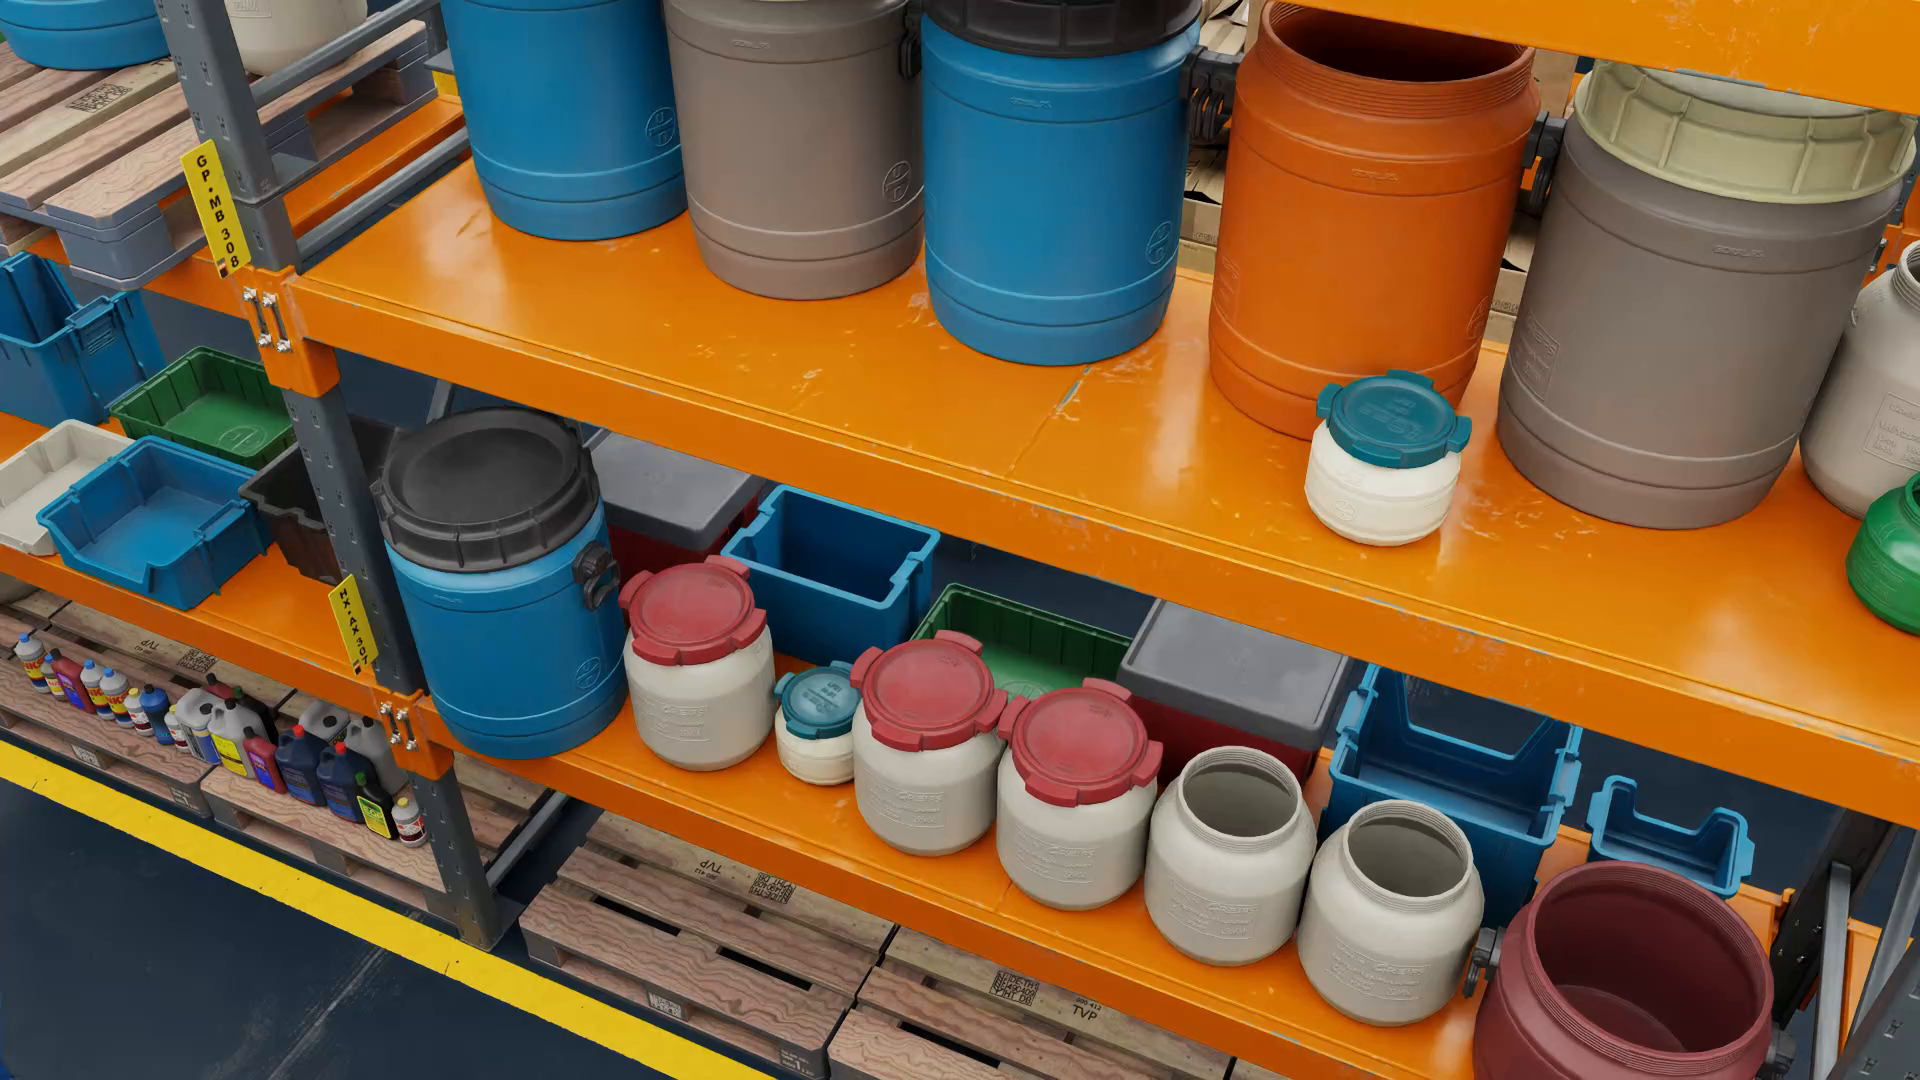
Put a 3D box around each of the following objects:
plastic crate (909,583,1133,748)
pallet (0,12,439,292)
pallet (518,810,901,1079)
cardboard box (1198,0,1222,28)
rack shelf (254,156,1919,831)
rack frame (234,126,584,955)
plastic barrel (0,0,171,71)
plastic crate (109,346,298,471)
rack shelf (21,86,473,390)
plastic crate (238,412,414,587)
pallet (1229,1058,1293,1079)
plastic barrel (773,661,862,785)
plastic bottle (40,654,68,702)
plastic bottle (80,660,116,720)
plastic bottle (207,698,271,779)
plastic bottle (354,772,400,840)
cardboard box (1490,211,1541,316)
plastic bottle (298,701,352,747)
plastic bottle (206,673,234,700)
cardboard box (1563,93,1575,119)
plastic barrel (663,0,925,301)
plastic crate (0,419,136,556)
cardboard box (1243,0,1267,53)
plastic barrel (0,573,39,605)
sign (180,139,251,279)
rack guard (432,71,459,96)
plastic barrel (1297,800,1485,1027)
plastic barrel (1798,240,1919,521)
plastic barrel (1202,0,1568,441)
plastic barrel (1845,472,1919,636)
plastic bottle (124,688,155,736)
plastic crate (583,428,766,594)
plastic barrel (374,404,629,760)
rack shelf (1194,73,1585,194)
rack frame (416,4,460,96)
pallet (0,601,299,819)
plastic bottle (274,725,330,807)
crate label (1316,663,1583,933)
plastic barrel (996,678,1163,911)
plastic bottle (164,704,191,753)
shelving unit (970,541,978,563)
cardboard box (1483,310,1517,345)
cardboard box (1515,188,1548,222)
[{"bbox_3d":[0.175,0.425,5.015,0.662,0.188,0.450,17,44,19],"label":"plastic crate"},{"bbox_3d":[-2.218,-1.173,4.552,1.003,0.211,1.213,17,44,19],"label":"pallet"},{"bbox_3d":[-0.795,1.279,5.998,1.213,0.211,1.003,17,44,19],"label":"pallet"},{"bbox_3d":[1.040,-2.741,8.621,0.500,0.250,0.500,20,45,21],"label":"cardboard box"},{"bbox_3d":[0.290,-0.277,3.923,4.000,0.370,1.077,17,44,19],"label":"rack shelf"},{"bbox_3d":[-1.523,0.030,5.309,0.127,3.000,1.000,17,44,19],"label":"rack frame"},{"bbox_3d":[-2.380,-1.790,4.416,0.708,0.901,0.600,17,44,19],"label":"plastic barrel"},{"bbox_3d":[-2.634,-0.433,6.005,0.662,0.188,0.450,17,44,19],"label":"plastic crate"},{"bbox_3d":[-3.335,-1.385,5.201,4.000,0.370,1.077,17,44,19],"label":"rack shelf"},{"bbox_3d":[-1.943,-0.167,5.583,0.504,0.338,0.767,17,44,19],"label":"plastic crate"},{"bbox_3d":[1.416,1.954,5.218,1.213,0.211,1.003,17,44,19],"label":"pallet"},{"bbox_3d":[-0.388,0.540,4.826,0.301,0.262,0.301,0,41,0],"label":"plastic barrel"},{"bbox_3d":[-3.543,0.530,6.533,0.097,0.201,0.097,0,41,0],"label":"plastic bottle"},{"bbox_3d":[-3.326,0.569,6.434,0.097,0.271,0.097,0,41,0],"label":"plastic bottle"},{"bbox_3d":[-2.695,0.715,6.205,0.185,0.351,0.144,17,44,18],"label":"plastic bottle"},{"bbox_3d":[-2.098,0.953,5.982,0.133,0.283,0.061,19,44,21],"label":"plastic bottle"},{"bbox_3d":[2.691,-1.413,8.324,0.500,0.311,0.500,17,44,18],"label":"cardboard box"},{"bbox_3d":[-2.362,0.738,6.236,0.135,0.276,0.152,17,44,19],"label":"plastic bottle"},{"bbox_3d":[-2.796,0.630,6.355,0.133,0.283,0.061,17,44,19],"label":"plastic bottle"},{"bbox_3d":[3.020,-2.026,7.873,0.250,0.149,0.380,20,45,22],"label":"cardboard box"},{"bbox_3d":[-0.377,-1.099,3.939,0.600,0.901,0.600,0,41,0],"label":"plastic barrel"},{"bbox_3d":[-3.101,-0.169,5.740,0.437,0.136,0.530,17,44,19],"label":"plastic crate"},{"bbox_3d":[1.741,-2.578,8.242,0.500,0.500,0.500,20,45,22],"label":"cardboard box"},{"bbox_3d":[-4.065,-0.020,6.946,0.421,0.512,0.421,0,41,0],"label":"plastic barrel"},{"bbox_3d":[-1.765,-0.783,3.950,0.005,0.325,0.100,17,44,19],"label":"sign"},{"bbox_3d":[-3.072,-3.078,10.804,0.348,0.500,1.175,17,44,19],"label":"rack guard"},{"bbox_3d":[1.080,0.938,4.176,0.421,0.512,0.421,0,41,0],"label":"plastic barrel"},{"bbox_3d":[1.950,-0.305,3.321,0.421,0.512,0.421,0,41,0],"label":"plastic barrel"},{"bbox_3d":[0.857,-0.695,3.527,0.708,0.830,0.600,17,44,19],"label":"plastic barrel"},{"bbox_3d":[1.857,0.025,3.143,0.294,0.245,0.294,0,41,0],"label":"plastic barrel"},{"bbox_3d":[-3.145,0.651,6.393,0.097,0.201,0.097,0,41,0],"label":"plastic bottle"},{"bbox_3d":[-0.955,-0.041,5.342,0.583,0.464,0.402,17,44,19],"label":"plastic crate"},{"bbox_3d":[-1.301,0.128,4.814,0.708,0.901,0.600,17,44,19],"label":"plastic barrel"},{"bbox_3d":[2.387,-2.083,8.296,4.000,0.370,1.077,17,44,19],"label":"rack shelf"},{"bbox_3d":[-3.050,-4.016,9.977,0.127,3.000,1.000,17,44,19],"label":"rack frame"},{"bbox_3d":[-3.223,0.536,6.854,1.213,0.211,1.003,17,44,19],"label":"pallet"},{"bbox_3d":[-2.402,0.805,6.102,0.185,0.351,0.144,15,43,17],"label":"plastic bottle"},{"bbox_3d":[1.316,0.689,4.522,0.616,0.435,0.502,17,44,19],"label":"crate label"},{"bbox_3d":[0.308,0.697,4.436,0.433,0.535,0.433,0,41,0],"label":"plastic barrel"},{"bbox_3d":[-2.959,0.708,6.328,0.097,0.201,0.097,0,41,0],"label":"plastic bottle"},{"bbox_3d":[0.007,-0.338,7.337,0.210,0.900,0.258,17,44,19],"label":"shelving unit"},{"bbox_3d":[2.697,-1.203,8.511,0.500,0.250,0.500,18,44,20],"label":"cardboard box"},{"bbox_3d":[2.908,-1.735,8.696,0.500,0.311,0.500,16,43,17],"label":"cardboard box"}]
